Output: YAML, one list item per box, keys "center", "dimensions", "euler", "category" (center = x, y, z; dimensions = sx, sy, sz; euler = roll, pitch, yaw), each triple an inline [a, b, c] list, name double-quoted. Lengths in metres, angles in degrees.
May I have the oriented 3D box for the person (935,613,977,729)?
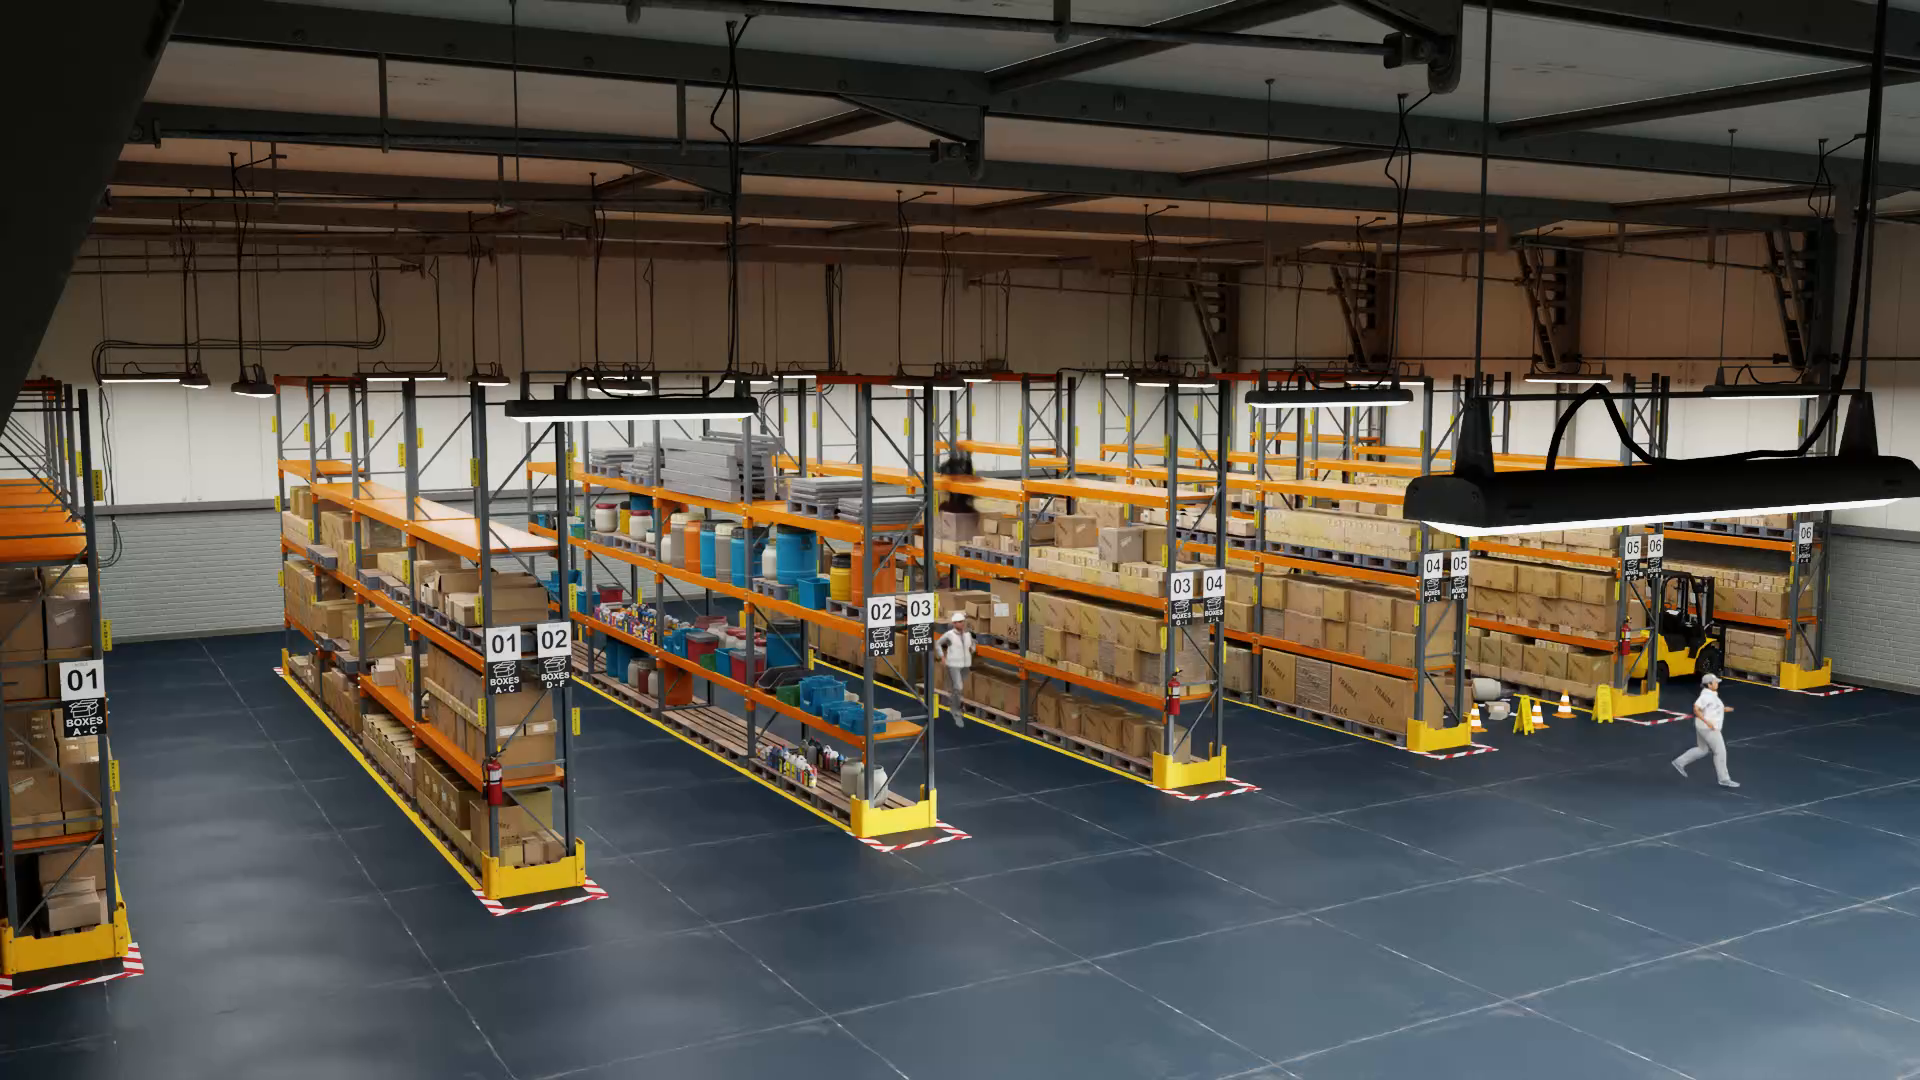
- center: [-0.015, 2.158, 27.694]
  dimensions: [0.624, 1.892, 0.726]
  euler: [-5, 8, -36]
  category: "person"

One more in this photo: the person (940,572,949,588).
- center: [-0.496, 0.891, 42.325]
  dimensions: [1.018, 1.569, 0.662]
  euler: [1, 6, 12]
  category: "person"

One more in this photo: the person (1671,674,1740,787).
- center: [11.092, 2.797, 24.648]
  dimensions: [0.921, 1.647, 0.610]
  euler: [2, 7, 19]
  category: "person"
